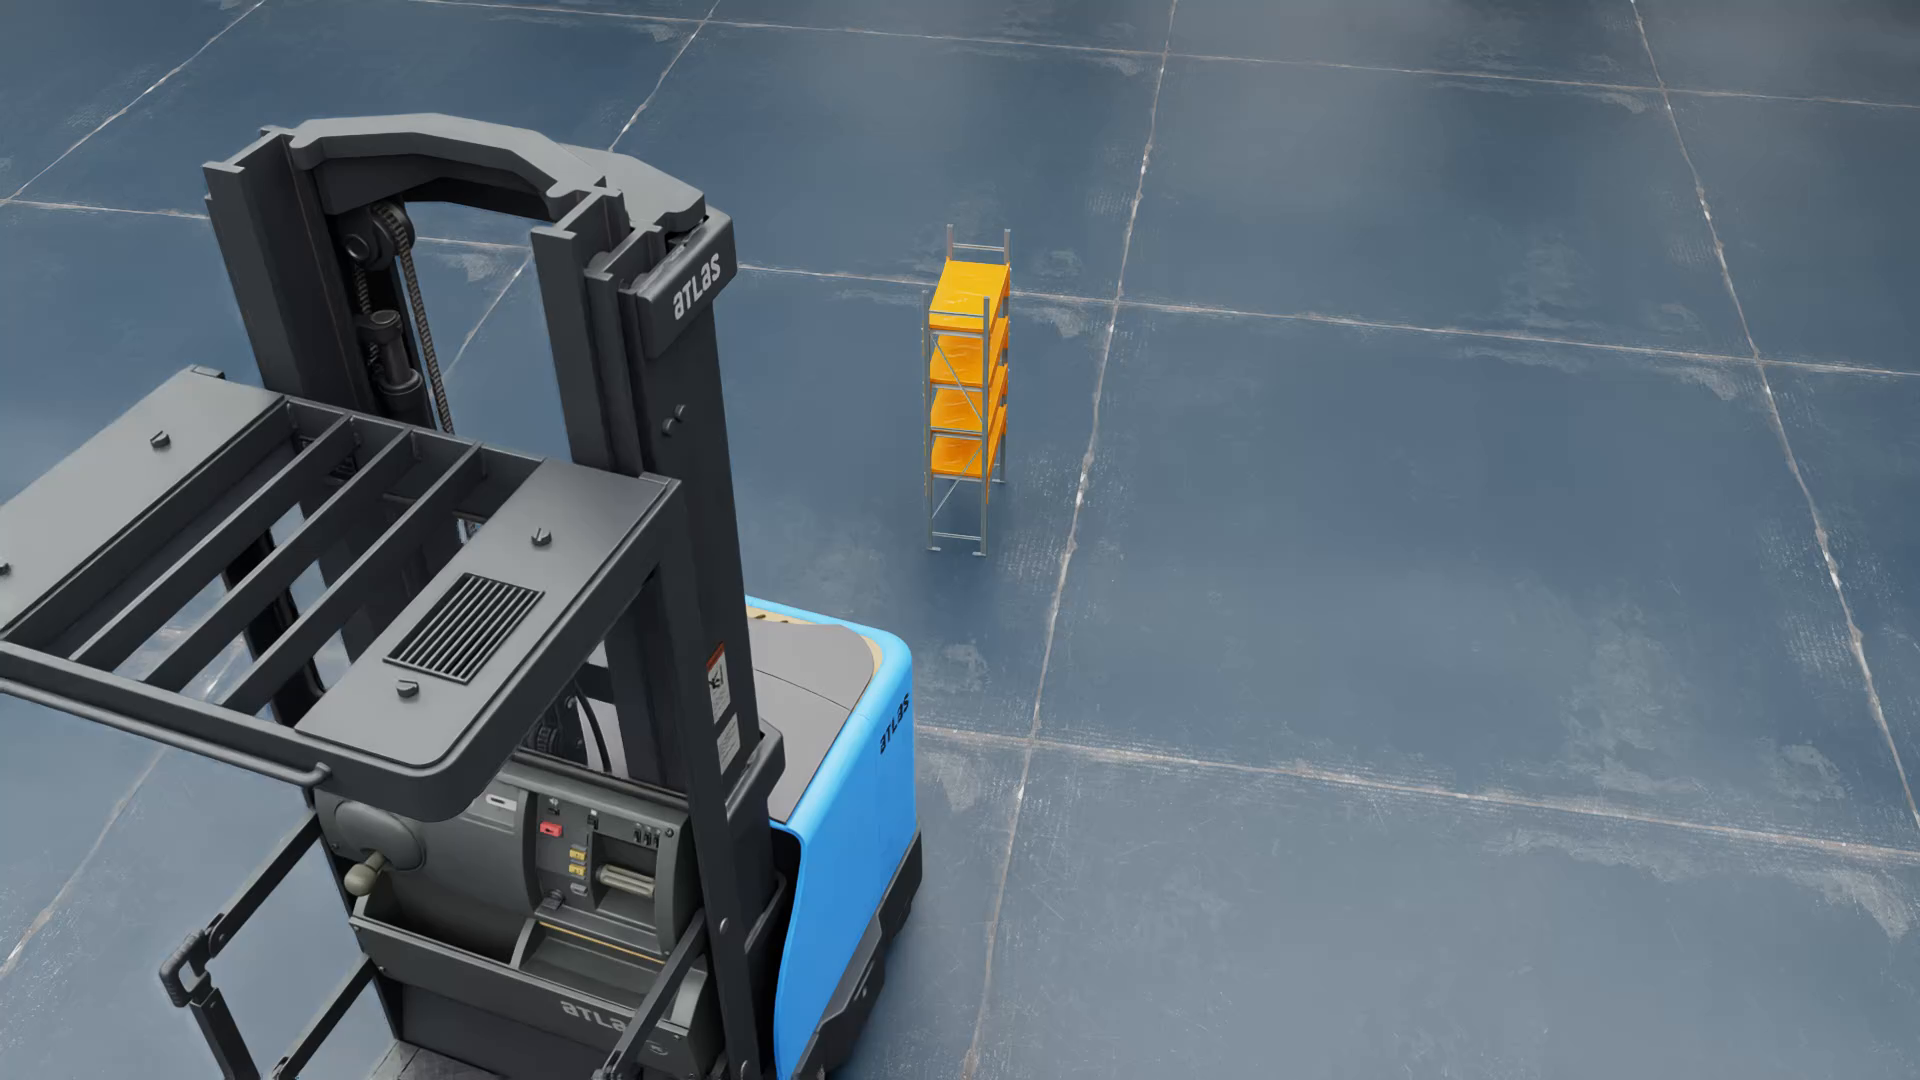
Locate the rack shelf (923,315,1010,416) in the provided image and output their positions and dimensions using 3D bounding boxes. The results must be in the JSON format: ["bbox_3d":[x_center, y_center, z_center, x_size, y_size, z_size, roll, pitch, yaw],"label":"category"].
[{"bbox_3d":[0.029,-0.687,6.394,0.258,0.148,0.480,6,40,8],"label":"rack shelf"}]

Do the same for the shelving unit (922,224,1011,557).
[{"bbox_3d":[0.029,-0.566,6.493,0.258,1.200,0.503,6,40,8],"label":"shelving unit"}]

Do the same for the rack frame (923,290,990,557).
[{"bbox_3d":[-0.014,-0.413,6.308,0.240,1.200,0.015,6,40,8],"label":"rack frame"}]

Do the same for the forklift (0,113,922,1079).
[{"bbox_3d":[-1.111,0.747,3.547,1.130,2.935,3.031,13,41,16],"label":"forklift"}]

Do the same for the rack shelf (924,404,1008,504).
[{"bbox_3d":[0.029,-0.361,6.663,0.258,0.148,0.480,6,40,8],"label":"rack shelf"}]

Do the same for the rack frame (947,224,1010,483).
[{"bbox_3d":[0.071,-0.719,6.679,0.240,1.200,0.015,6,40,8],"label":"rack frame"}]

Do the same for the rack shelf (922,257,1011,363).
[{"bbox_3d":[0.029,-0.869,6.243,0.258,0.148,0.480,6,40,8],"label":"rack shelf"}]

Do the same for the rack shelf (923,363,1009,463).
[{"bbox_3d":[0.029,-0.514,6.536,0.258,0.148,0.480,6,40,8],"label":"rack shelf"}]
